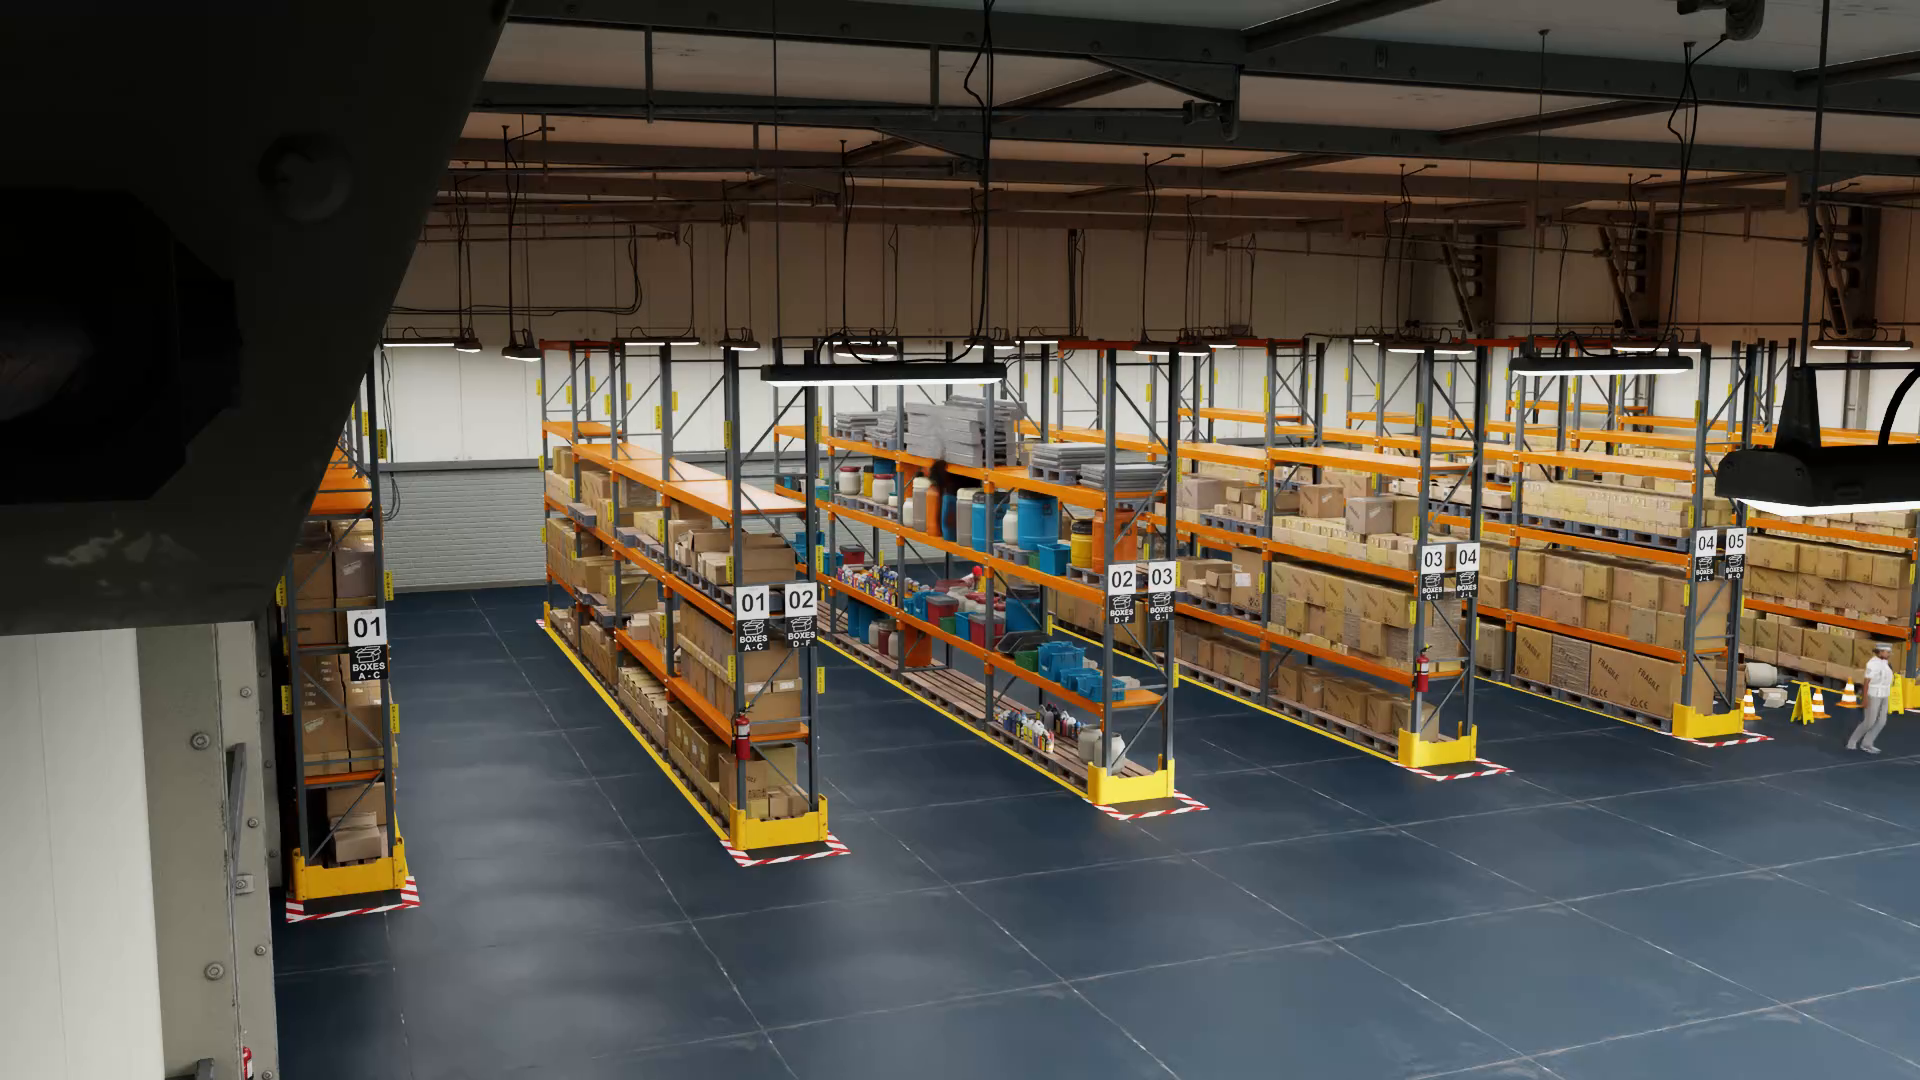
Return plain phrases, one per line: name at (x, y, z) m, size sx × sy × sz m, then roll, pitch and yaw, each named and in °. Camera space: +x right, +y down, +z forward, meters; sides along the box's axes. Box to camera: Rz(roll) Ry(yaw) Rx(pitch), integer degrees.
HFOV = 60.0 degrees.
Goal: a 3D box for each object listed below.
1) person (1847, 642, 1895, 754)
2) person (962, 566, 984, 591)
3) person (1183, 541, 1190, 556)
person at (13.470, 2.334, 24.598) m, size 0.594 × 1.662 × 0.471 m, roll -5°, pitch 9°, yaw -35°
person at (0.076, 1.237, 33.491) m, size 0.676 × 1.549 × 1.197 m, roll -7°, pitch 10°, yaw -44°
person at (6.174, -0.235, 43.784) m, size 0.708 × 1.784 × 0.630 m, roll 6°, pitch 9°, yaw 37°
